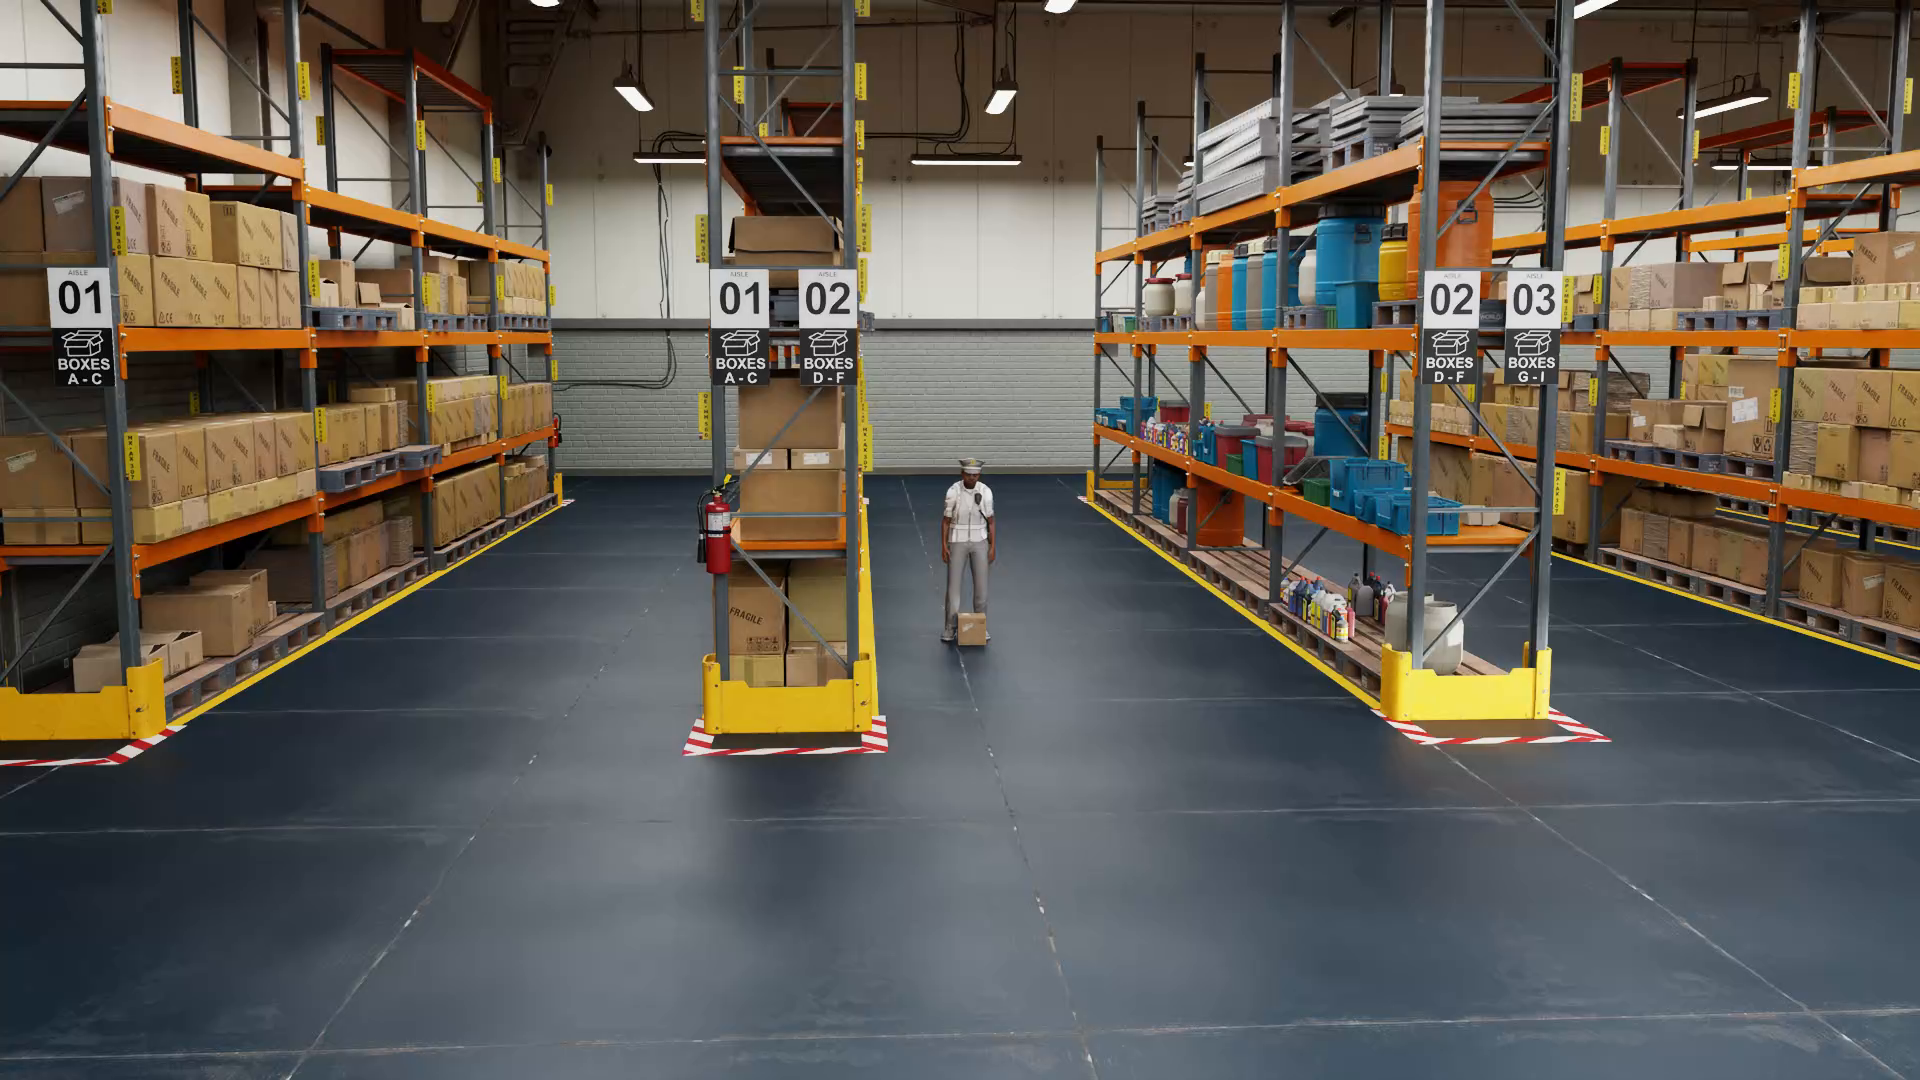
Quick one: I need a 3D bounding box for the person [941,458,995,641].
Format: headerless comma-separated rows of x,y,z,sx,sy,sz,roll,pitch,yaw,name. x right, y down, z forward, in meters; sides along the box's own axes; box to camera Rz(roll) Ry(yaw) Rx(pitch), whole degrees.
0.073,0.076,15.134,0.505,1.657,0.392,0,7,-3,person
